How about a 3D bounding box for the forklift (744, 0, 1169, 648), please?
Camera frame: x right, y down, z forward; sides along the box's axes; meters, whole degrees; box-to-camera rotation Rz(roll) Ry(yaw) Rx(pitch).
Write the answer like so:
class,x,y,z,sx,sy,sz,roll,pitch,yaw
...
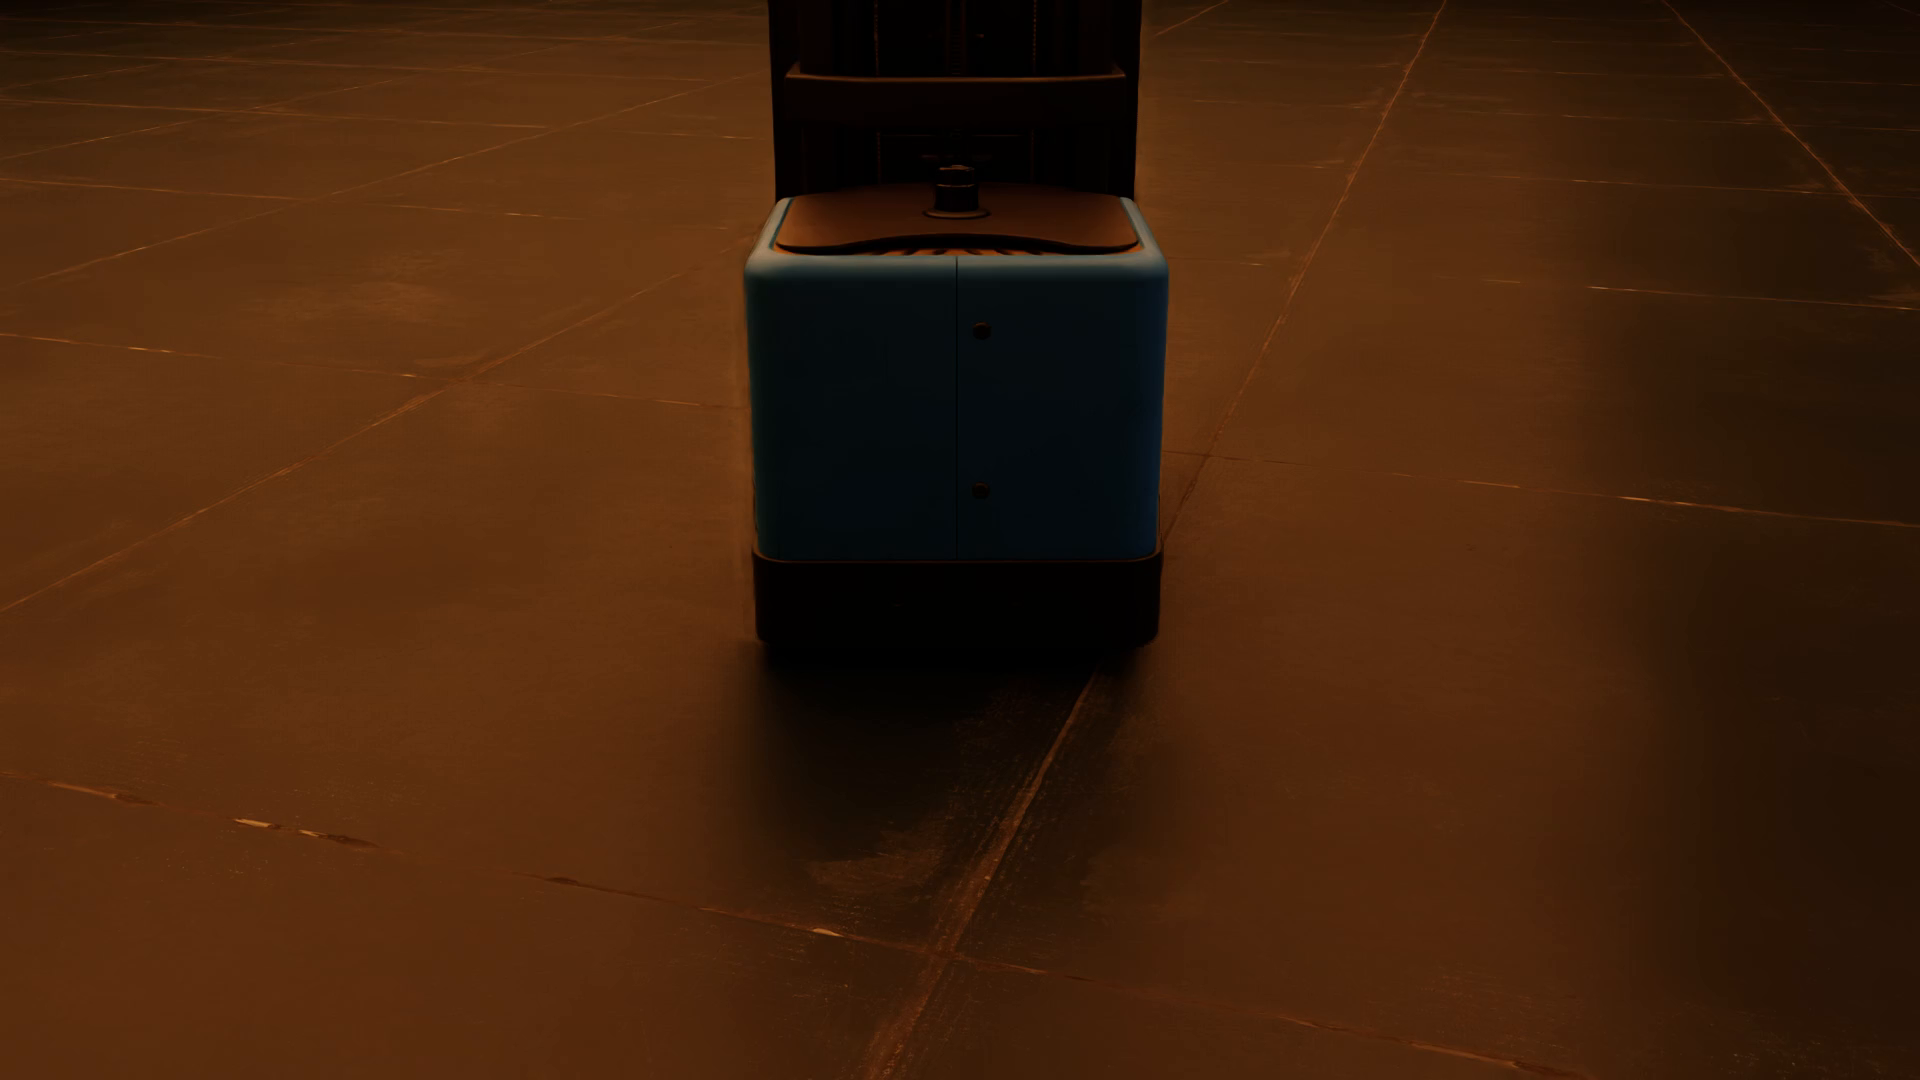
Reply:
class,x,y,z,sx,sy,sz,roll,pitch,yaw
forklift,-0.017,-1.589,5.130,1.130,2.935,3.031,0,22,0
